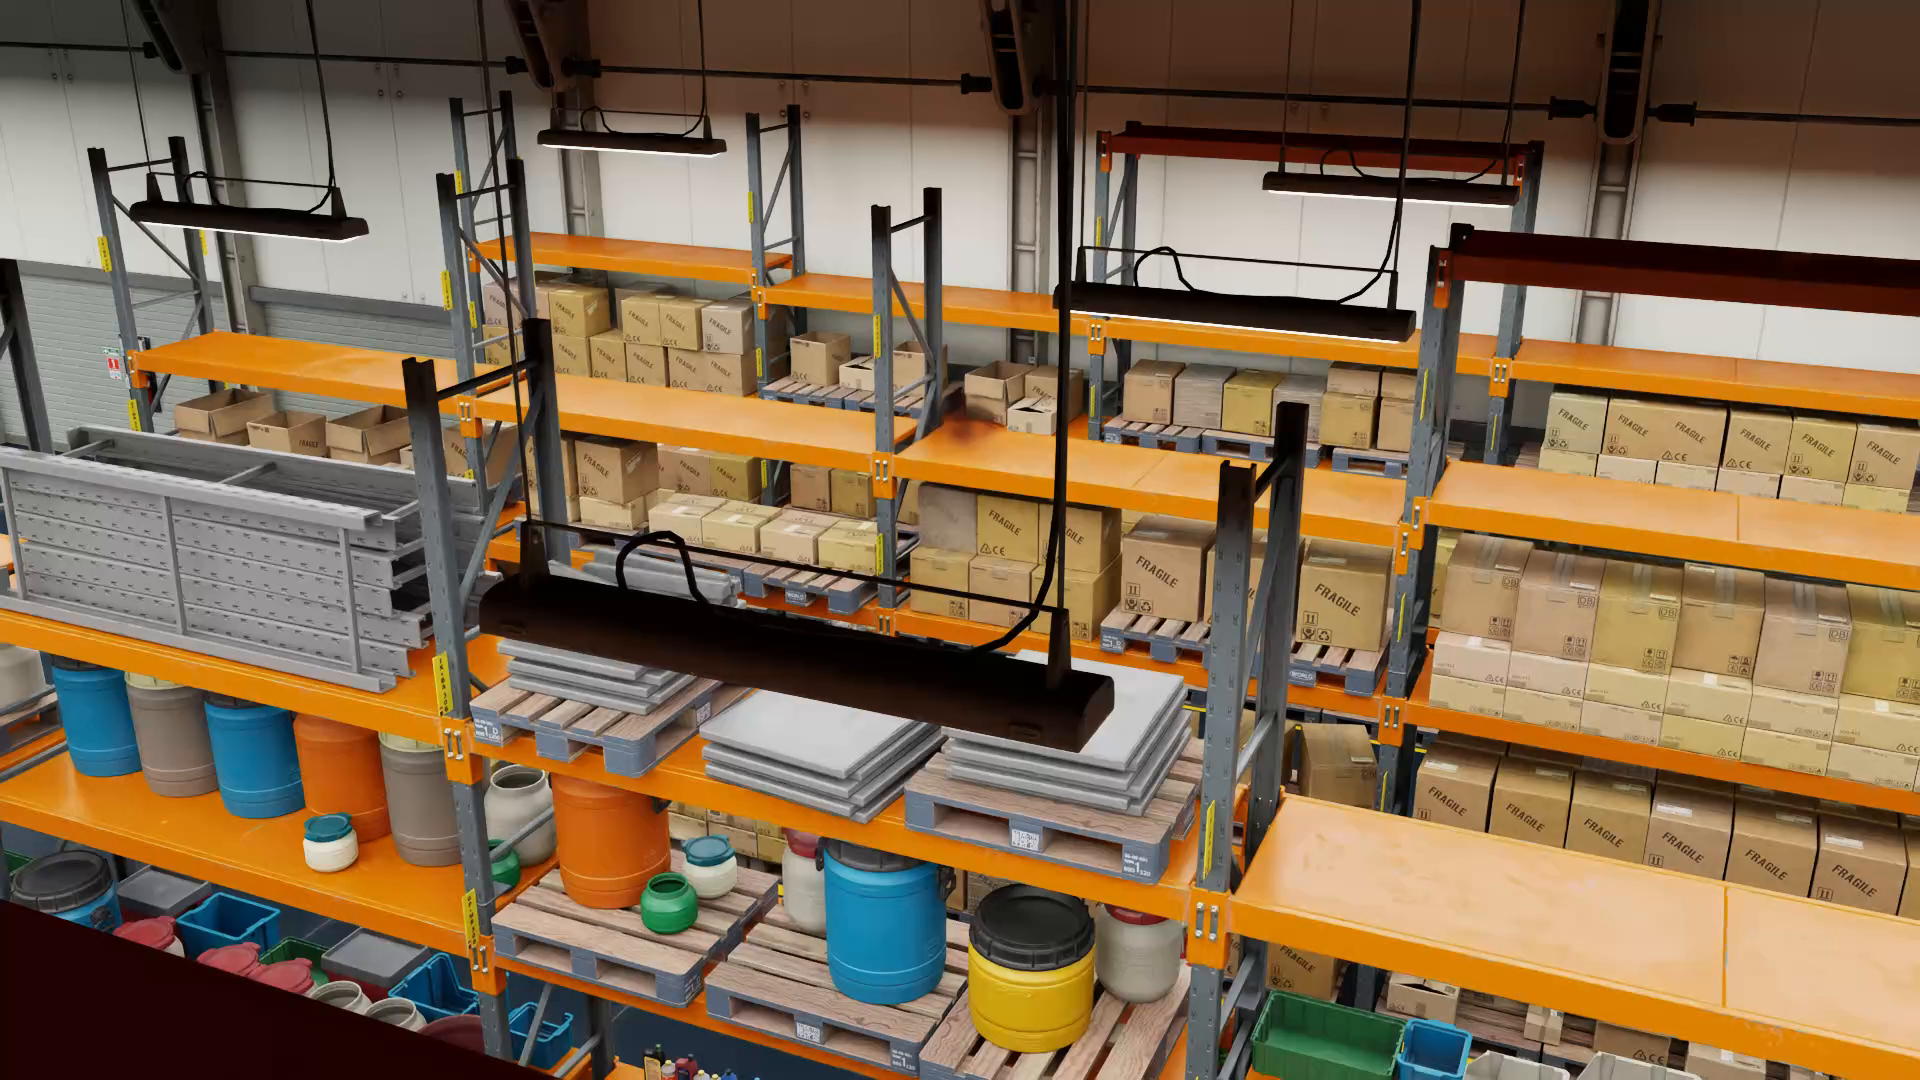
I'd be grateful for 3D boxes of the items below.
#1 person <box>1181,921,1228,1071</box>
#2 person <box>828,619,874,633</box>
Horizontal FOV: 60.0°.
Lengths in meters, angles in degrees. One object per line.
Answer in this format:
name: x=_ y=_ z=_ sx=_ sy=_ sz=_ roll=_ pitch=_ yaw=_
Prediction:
person: x=1.577 y=3.092 z=12.085 sx=0.877 sy=1.803 sz=0.607 roll=8 pitch=22 yaw=20
person: x=-1.118 y=1.178 z=17.059 sx=0.652 sy=1.776 sz=0.401 roll=19 pitch=27 yaw=40
